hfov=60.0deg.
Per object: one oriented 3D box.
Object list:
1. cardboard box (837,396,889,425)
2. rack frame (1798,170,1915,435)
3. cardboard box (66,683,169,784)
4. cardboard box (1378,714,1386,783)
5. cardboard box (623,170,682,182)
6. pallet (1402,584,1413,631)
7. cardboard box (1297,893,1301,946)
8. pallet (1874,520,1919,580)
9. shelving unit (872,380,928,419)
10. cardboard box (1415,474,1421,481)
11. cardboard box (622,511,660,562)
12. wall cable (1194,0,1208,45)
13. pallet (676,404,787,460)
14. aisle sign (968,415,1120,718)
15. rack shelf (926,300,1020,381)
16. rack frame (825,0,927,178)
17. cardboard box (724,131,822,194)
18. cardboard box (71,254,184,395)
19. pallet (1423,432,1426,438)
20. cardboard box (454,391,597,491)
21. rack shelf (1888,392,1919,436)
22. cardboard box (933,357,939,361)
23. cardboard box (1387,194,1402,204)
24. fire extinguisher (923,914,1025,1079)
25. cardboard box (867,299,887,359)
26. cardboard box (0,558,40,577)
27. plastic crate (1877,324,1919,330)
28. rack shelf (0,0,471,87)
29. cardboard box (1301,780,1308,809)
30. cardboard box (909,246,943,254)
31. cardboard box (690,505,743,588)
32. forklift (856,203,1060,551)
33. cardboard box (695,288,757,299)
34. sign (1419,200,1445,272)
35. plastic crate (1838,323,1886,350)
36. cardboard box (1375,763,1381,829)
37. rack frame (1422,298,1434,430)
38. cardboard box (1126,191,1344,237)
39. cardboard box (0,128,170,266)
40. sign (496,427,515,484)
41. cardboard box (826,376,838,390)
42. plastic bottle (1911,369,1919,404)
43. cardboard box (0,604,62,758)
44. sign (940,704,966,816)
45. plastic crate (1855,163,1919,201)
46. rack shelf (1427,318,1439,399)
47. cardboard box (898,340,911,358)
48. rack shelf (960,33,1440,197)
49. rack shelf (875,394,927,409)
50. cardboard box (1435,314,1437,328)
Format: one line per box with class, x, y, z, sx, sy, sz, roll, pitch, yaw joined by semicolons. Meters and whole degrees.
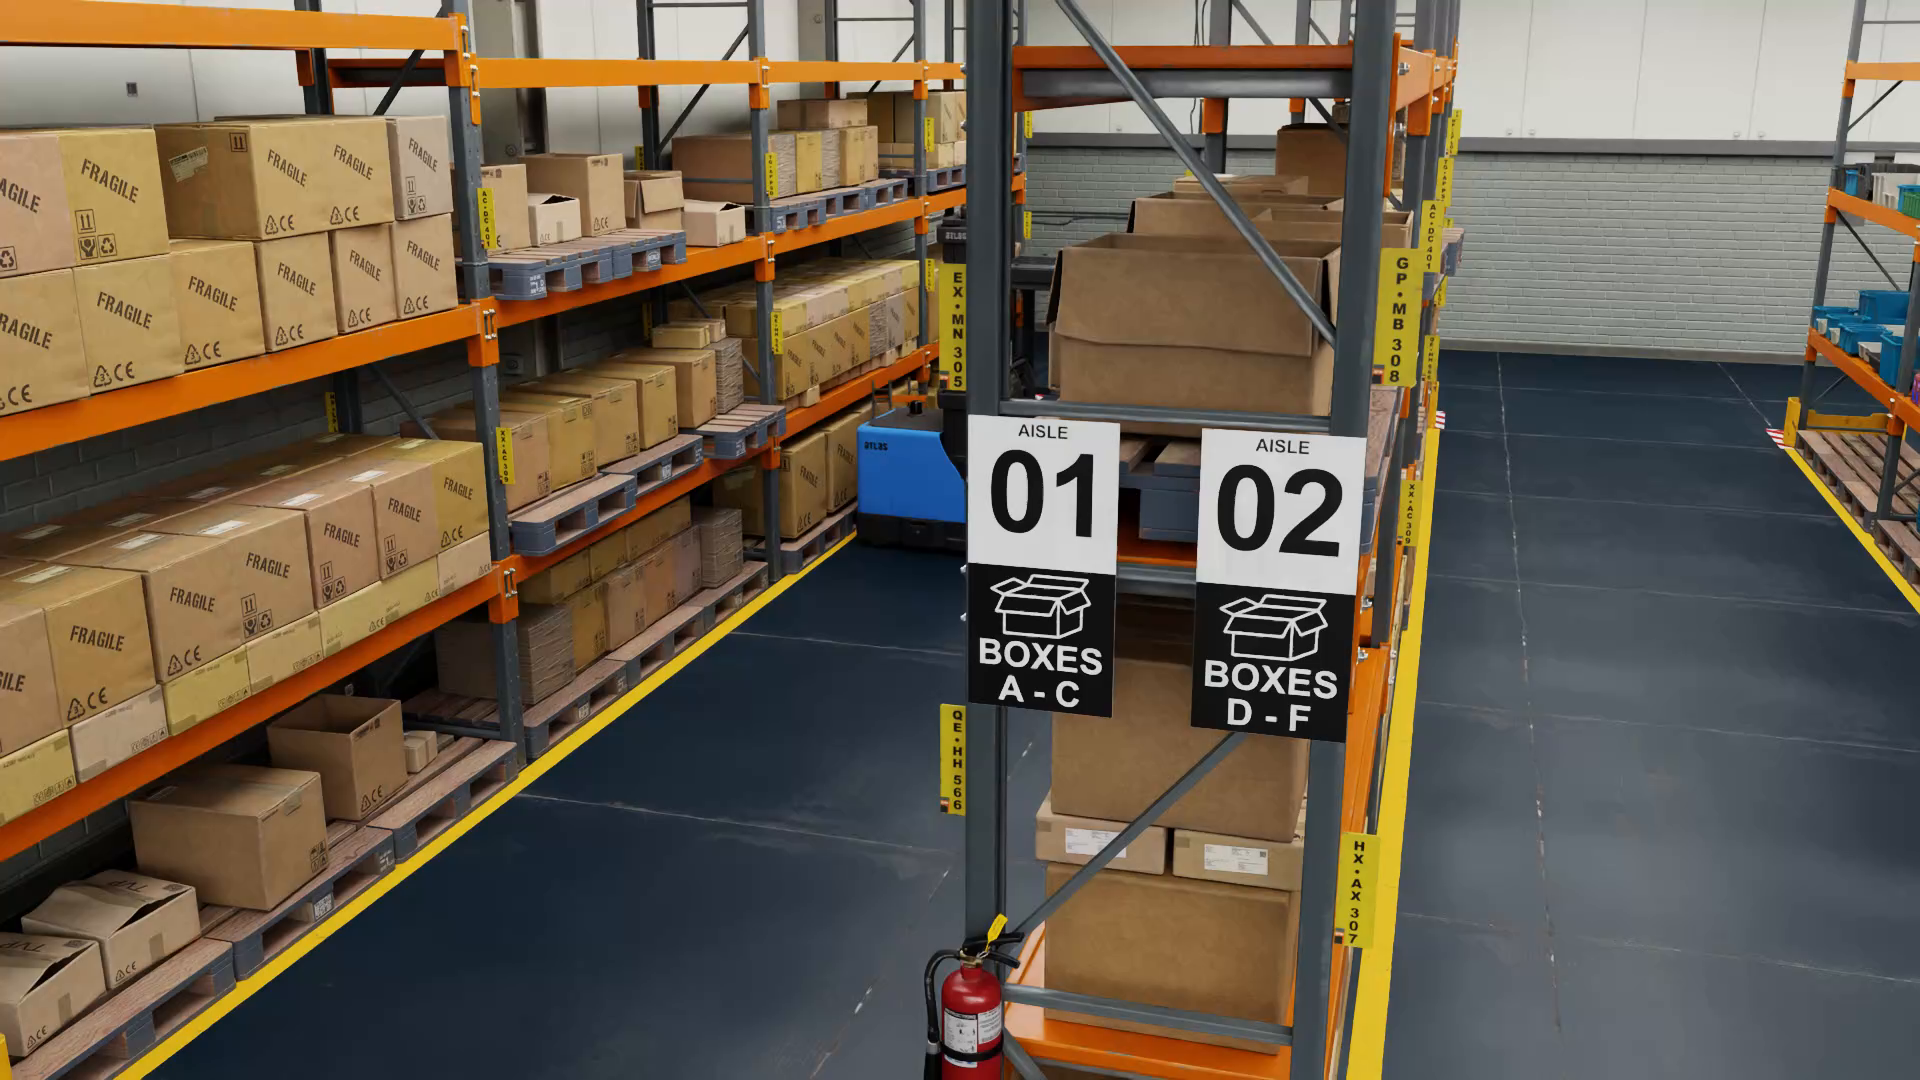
cardboard box;-1.139;-0.948;15.846;0.750;0.750;0.750;5;17;18
rack frame;9.806;-2.472;18.046;1.000;3.000;0.127;5;16;16
cardboard box;-3.663;0.769;6.861;0.500;0.250;0.500;4;16;14
cardboard box;2.004;1.045;8.890;0.500;0.311;0.500;5;16;16
cardboard box;-2.391;-2.477;12.349;0.500;0.500;0.500;5;16;16
pallet;3.033;0.385;13.084;1.003;0.211;1.213;5;16;16
cardboard box;0.800;1.022;5.545;0.700;0.500;0.500;5;17;17
pallet;8.410;0.115;14.037;1.003;0.211;1.213;5;16;16
shelving unit;-0.555;-0.896;15.604;0.258;1.200;0.503;3;6;41
cardboard box;3.622;-0.275;14.076;0.500;0.500;0.500;4;16;14
cardboard box;-2.484;-0.045;11.892;0.500;0.250;0.500;5;16;16
wall cable;4.851;-8.304;24.050;3.097;2.526;0.112;5;16;16
pallet;-2.067;-0.860;12.715;1.213;0.211;1.003;5;16;16
aisle sign;0.210;0.073;4.311;0.394;0.787;0.004;5;16;16
rack shelf;-0.261;-2.371;19.008;1.077;0.370;4.000;5;16;16
rack frame;-0.830;-5.080;16.247;1.000;3.000;0.127;5;16;16
cardboard box;-1.614;-3.267;14.366;0.700;0.500;0.500;6;17;19
cardboard box;-3.575;-0.897;6.777;0.500;0.500;0.500;5;17;18
pallet;4.462;-0.968;17.857;1.003;0.211;1.213;5;16;16
cardboard box;-2.760;-0.636;10.586;0.700;0.500;0.500;6;17;22
rack shelf;8.101;-0.556;12.610;1.077;0.370;4.000;5;16;16
cardboard box;-0.383;-2.011;19.044;0.380;0.149;0.250;4;16;15
cardboard box;2.578;-2.075;10.656;0.500;0.250;0.500;5;17;17
fire extinguisher;0.032;1.361;4.674;0.296;0.674;0.183;5;16;16
cardboard box;-1.006;-1.989;15.579;0.500;0.500;0.500;5;16;16
cardboard box;-4.157;0.377;6.867;0.500;0.500;0.500;5;17;17
plastic crate;9.748;-2.146;17.272;0.396;0.136;0.243;5;16;16
rack shelf;-3.671;-2.116;7.121;1.077;0.370;4.000;5;16;16
cardboard box;0.901;0.814;5.091;0.380;0.149;0.250;4;16;14
cardboard box;-0.024;-3.059;19.567;0.980;0.700;0.700;4;16;15
cardboard box;-2.121;0.036;12.978;0.700;0.500;0.500;5;17;17
forklift;0.660;-1.344;14.197;3.031;2.935;1.130;6;17;19
cardboard box;-1.936;-1.982;14.182;0.500;0.250;0.500;4;16;14
sign;2.180;-1.404;7.694;0.100;0.325;0.005;5;16;16
plastic crate;9.046;-2.036;16.709;0.416;0.233;0.300;5;16;16
cardboard box;2.000;1.317;8.958;0.500;0.250;0.500;4;16;15
rack frame;3.921;-1.810;15.714;1.000;3.000;0.127;5;16;16
cardboard box;1.058;-1.058;6.351;0.797;0.503;0.637;7;17;22
cardboard box;-3.572;-1.380;6.648;0.500;0.500;0.500;5;17;17
sign;-2.581;-0.477;9.427;0.100;0.325;0.005;5;16;16
cardboard box;-1.312;-1.443;14.842;0.380;0.149;0.250;5;17;17
plastic bottle;8.156;-1.306;14.151;0.061;0.283;0.133;5;16;16
cardboard box;-3.816;0.546;6.270;0.500;0.500;0.500;5;16;16
sign;-0.006;0.613;4.617;0.100;0.325;0.005;5;16;16
plastic crate;9.108;-3.506;16.311;0.504;0.338;0.767;5;16;16
rack shelf;4.489;-1.987;17.657;1.077;0.370;4.000;5;16;16
cardboard box;-0.703;-1.904;16.468;0.380;0.149;0.250;5;17;17
rack shelf;1.079;-1.542;5.825;1.077;0.370;4.000;5;16;16
rack shelf;-0.562;-1.288;15.575;0.258;0.148;0.480;3;6;41
cardboard box;4.614;-2.235;17.030;0.500;0.500;0.500;5;16;16
